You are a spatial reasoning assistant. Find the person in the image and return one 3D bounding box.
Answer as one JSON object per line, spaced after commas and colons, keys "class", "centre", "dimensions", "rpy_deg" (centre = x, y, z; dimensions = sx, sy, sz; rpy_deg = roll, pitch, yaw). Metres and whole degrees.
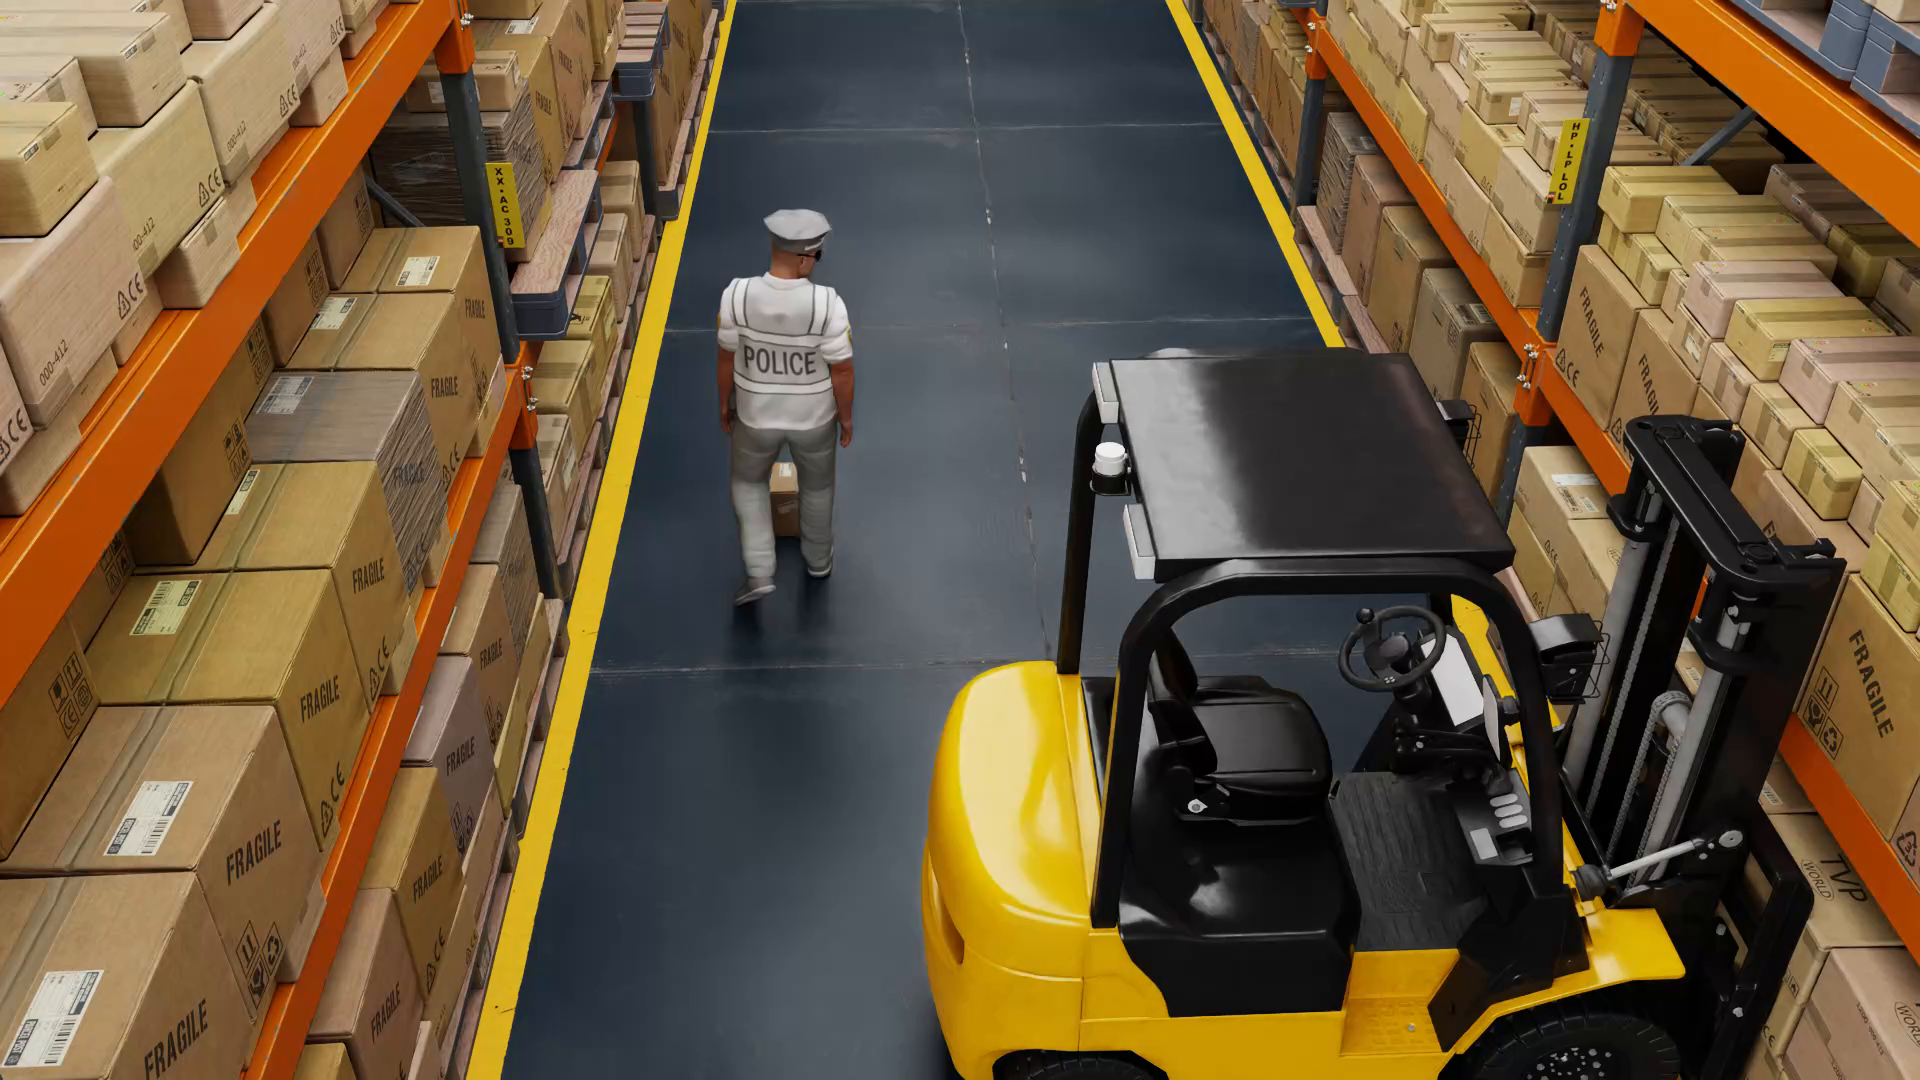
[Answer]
{"class": "person", "centre": [-0.715, -0.526, 6.893], "dimensions": [0.572, 1.763, 0.661], "rpy_deg": [-2, 35, -2]}
